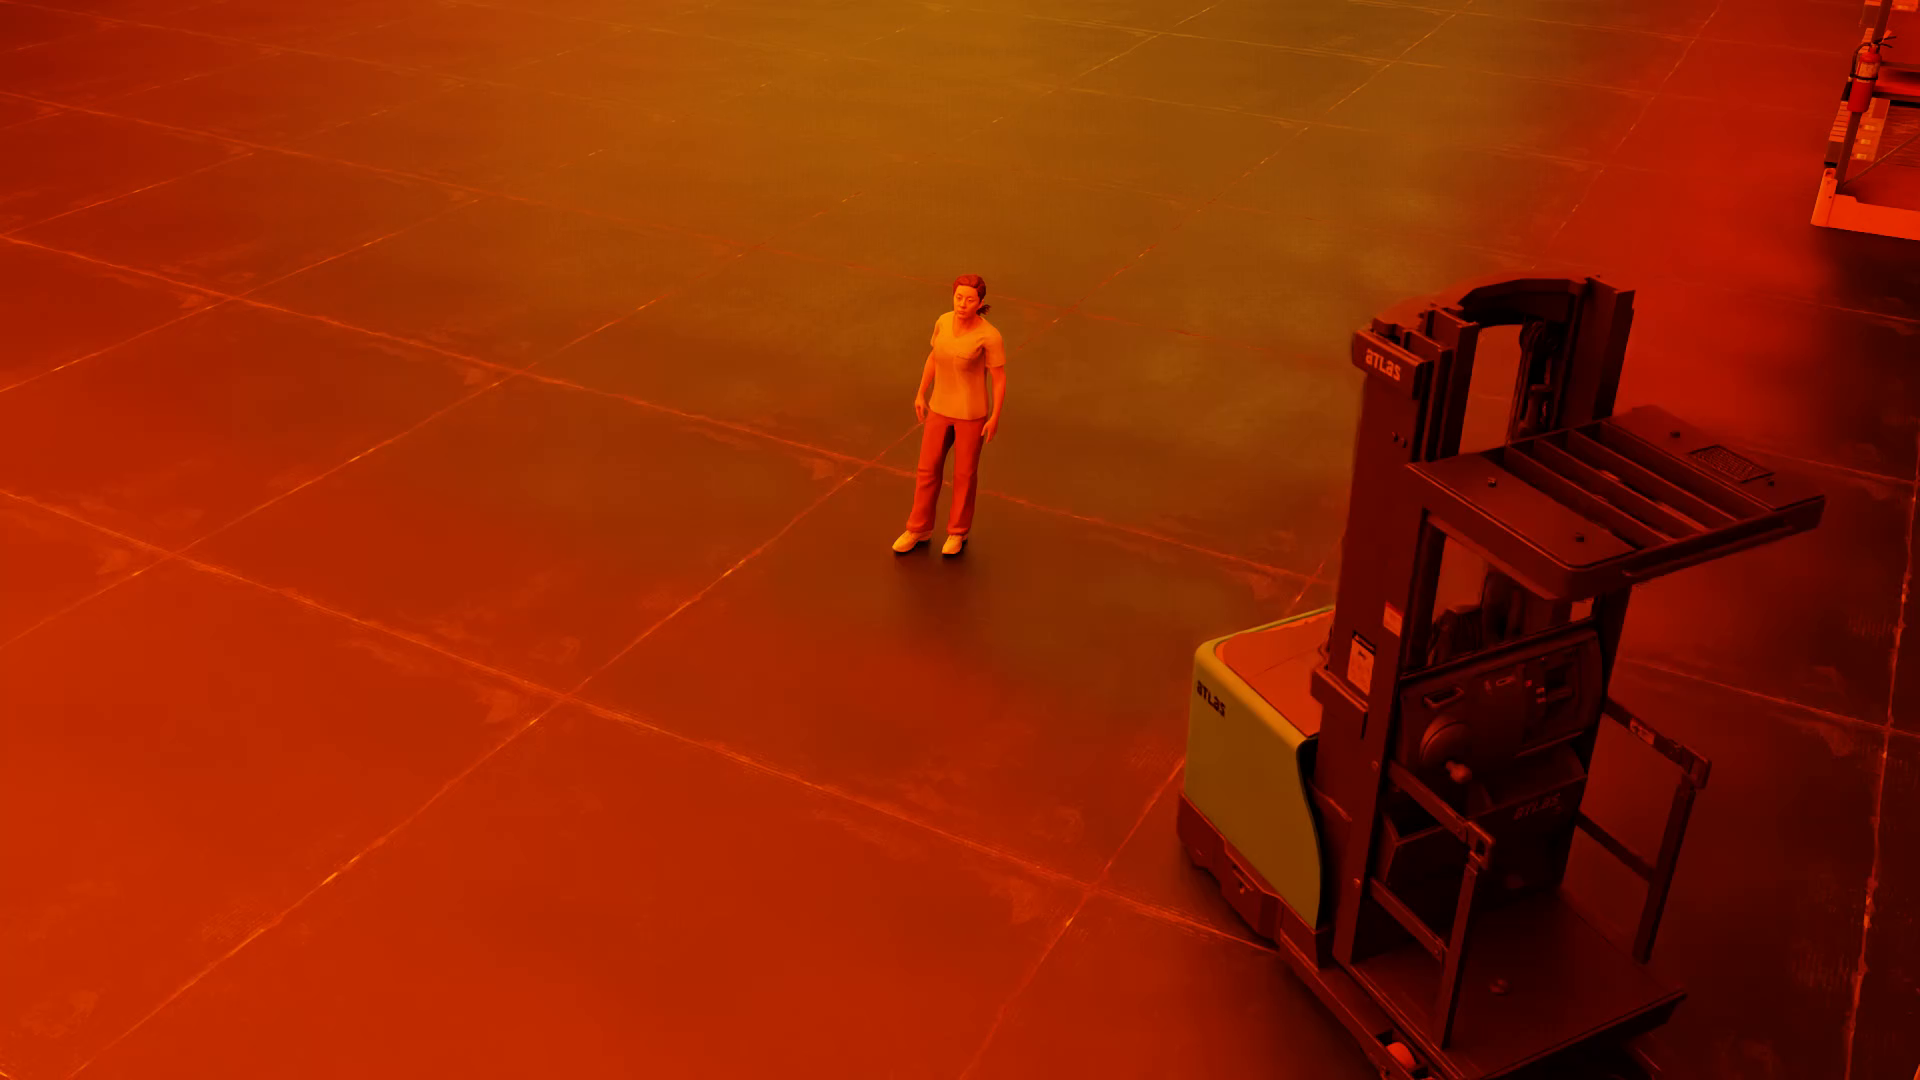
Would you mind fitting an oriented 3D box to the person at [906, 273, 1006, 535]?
[{"bbox_3d":[-0.009,-0.755,9.555,0.536,1.609,0.426,15,33,25],"label":"person"}]

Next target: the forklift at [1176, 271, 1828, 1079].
[{"bbox_3d":[2.082,0.660,5.928,1.130,2.935,3.031,-14,33,-22],"label":"forklift"}]
